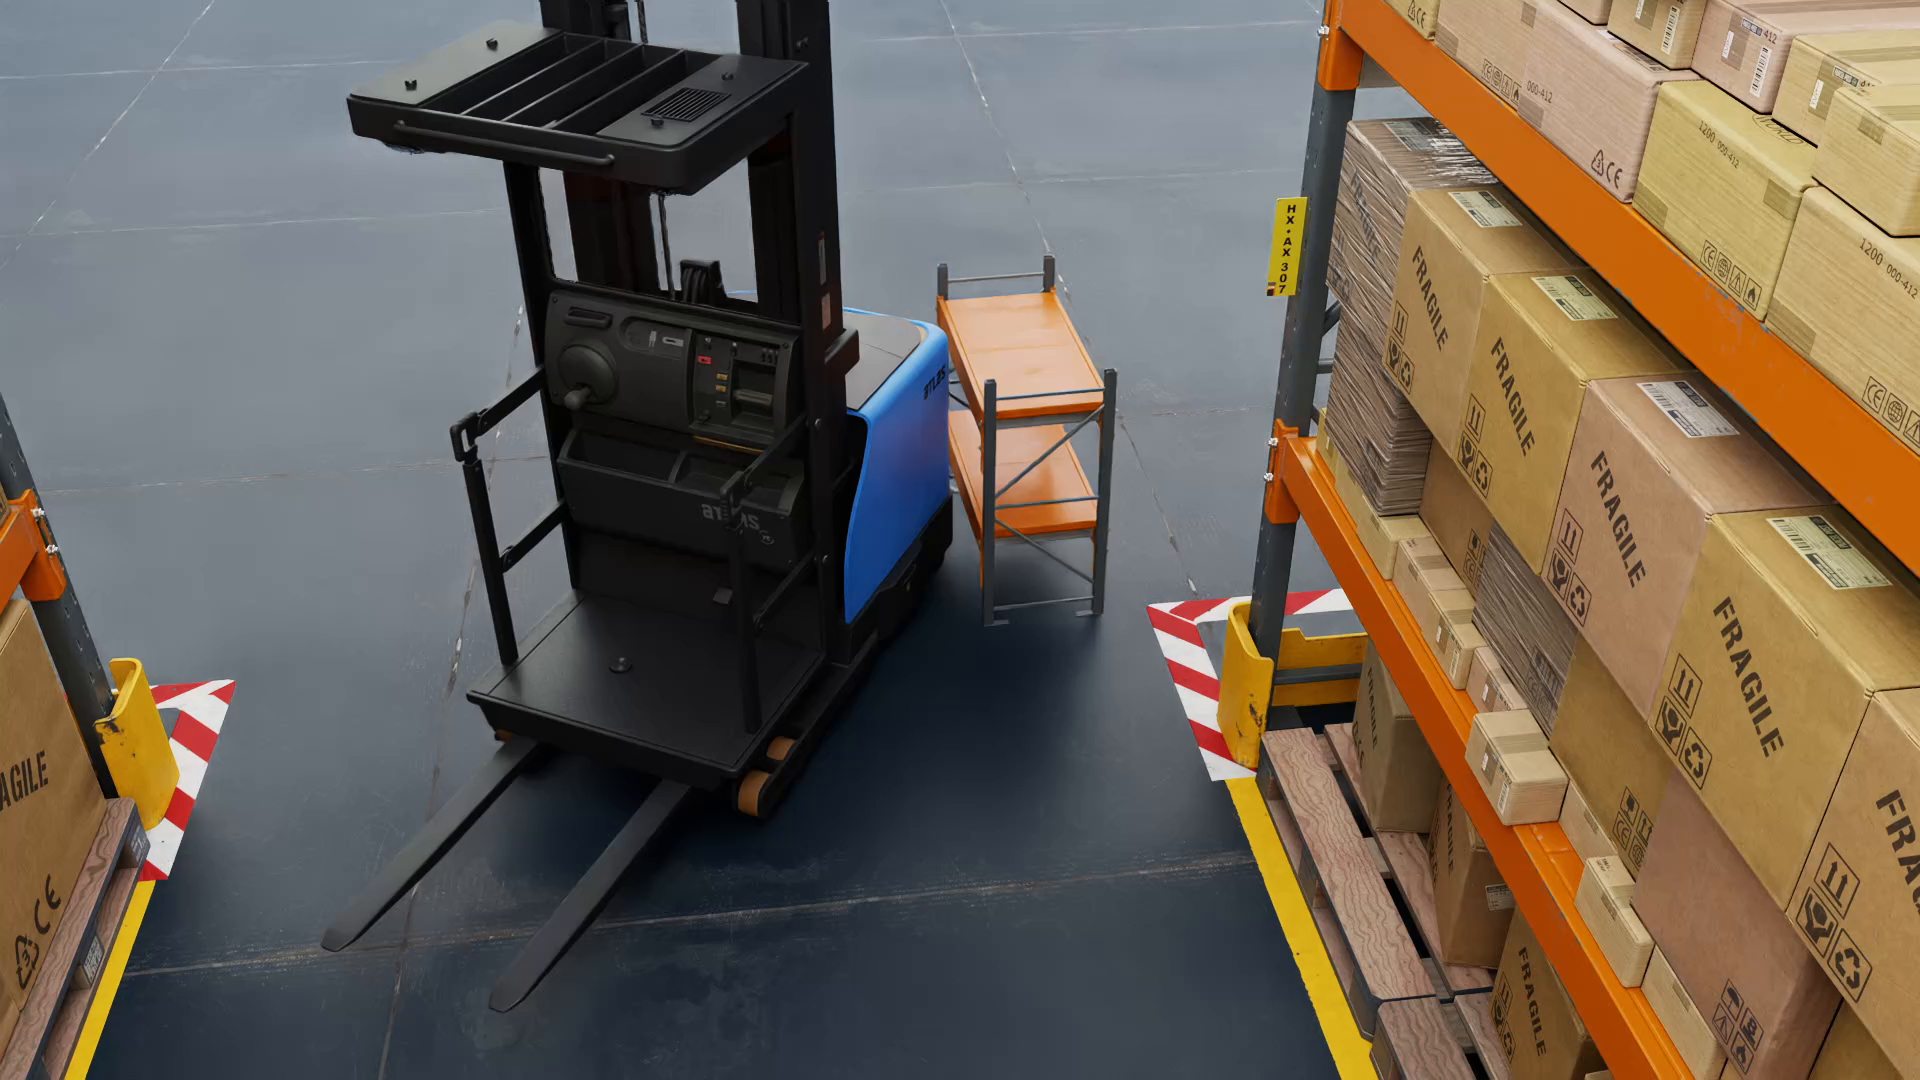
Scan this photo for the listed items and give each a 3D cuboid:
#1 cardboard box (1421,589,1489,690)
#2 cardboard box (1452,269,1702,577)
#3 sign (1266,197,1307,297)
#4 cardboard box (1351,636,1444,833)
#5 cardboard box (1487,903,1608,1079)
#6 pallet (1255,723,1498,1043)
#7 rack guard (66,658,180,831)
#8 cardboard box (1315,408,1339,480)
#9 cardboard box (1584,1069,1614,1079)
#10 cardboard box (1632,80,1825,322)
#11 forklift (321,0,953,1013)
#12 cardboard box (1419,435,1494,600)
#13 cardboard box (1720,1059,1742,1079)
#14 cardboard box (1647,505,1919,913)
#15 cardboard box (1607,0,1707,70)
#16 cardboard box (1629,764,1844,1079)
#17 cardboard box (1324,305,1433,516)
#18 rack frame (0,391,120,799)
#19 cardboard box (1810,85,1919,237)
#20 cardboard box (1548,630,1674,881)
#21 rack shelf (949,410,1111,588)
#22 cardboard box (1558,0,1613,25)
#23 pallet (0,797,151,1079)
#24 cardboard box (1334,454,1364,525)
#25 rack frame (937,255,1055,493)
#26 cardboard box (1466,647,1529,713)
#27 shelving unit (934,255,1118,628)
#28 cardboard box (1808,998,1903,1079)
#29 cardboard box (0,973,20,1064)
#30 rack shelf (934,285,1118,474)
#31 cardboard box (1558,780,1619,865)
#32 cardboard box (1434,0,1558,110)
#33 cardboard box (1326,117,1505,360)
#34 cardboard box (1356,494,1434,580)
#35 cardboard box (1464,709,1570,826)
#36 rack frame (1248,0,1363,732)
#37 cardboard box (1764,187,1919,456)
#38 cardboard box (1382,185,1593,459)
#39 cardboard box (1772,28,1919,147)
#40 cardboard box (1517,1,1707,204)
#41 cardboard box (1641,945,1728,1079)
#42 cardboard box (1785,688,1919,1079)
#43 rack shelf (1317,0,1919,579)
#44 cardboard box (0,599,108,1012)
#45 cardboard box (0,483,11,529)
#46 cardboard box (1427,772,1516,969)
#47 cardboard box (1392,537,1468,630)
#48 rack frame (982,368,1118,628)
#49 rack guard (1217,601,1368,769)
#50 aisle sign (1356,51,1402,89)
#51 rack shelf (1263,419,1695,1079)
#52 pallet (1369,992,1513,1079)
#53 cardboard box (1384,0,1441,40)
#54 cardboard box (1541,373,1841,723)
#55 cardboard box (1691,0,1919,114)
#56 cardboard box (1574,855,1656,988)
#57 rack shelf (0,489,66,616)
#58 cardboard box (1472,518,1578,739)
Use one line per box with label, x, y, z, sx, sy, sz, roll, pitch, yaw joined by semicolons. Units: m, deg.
cardboard box;1.467;0.252;4.439;0.380;0.149;0.250;-4;35;-6
cardboard box;1.483;-0.280;3.756;0.500;0.500;0.500;-4;35;-6
sign;1.013;-0.905;5.145;0.100;0.325;0.005;-4;35;-6
cardboard box;1.618;0.621;5.522;0.500;0.500;0.500;2;34;2
cardboard box;1.798;1.303;4.521;0.500;0.500;0.500;-1;34;-2
pallet;1.635;1.063;5.503;1.003;0.211;1.213;-4;35;-6
rack guard;-3.381;0.751;5.705;1.175;0.500;0.348;-4;35;-6
cardboard box;1.353;-0.307;5.260;0.380;0.149;0.250;-4;35;-6
cardboard box;1.828;1.618;4.059;0.500;0.500;0.500;-7;35;-11
cardboard box;1.572;-0.623;2.970;0.500;0.250;0.500;-3;34;-5
forklift;-1.059;-0.512;5.399;1.130;2.935;3.031;13;36;18
cardboard box;1.783;-0.173;4.488;0.875;0.500;0.500;-4;35;-6
cardboard box;1.723;1.085;3.217;0.380;0.149;0.250;-4;35;-6
cardboard box;1.620;0.278;2.937;0.500;0.500;0.500;-4;35;-6
cardboard box;1.500;-1.031;3.215;0.380;0.149;0.250;-6;35;-9
cardboard box;1.890;0.671;3.249;0.875;0.500;0.500;-4;35;-6
cardboard box;1.597;-0.443;4.884;0.875;0.500;0.500;-4;35;-6
rack frame;-3.378;-0.269;4.981;1.000;3.000;0.127;-4;35;-6
cardboard box;1.576;-0.593;2.572;0.380;0.149;0.250;-3;34;-4
cardboard box;1.864;0.389;3.663;0.875;0.500;0.500;-4;35;-6
rack shelf;0.244;-0.223;7.012;0.538;0.278;1.000;-6;35;-9
cardboard box;1.448;-1.182;3.437;0.380;0.149;0.250;-4;35;-7
pallet;-3.193;1.324;5.120;1.003;0.211;1.213;-4;35;-6
cardboard box;1.367;-0.166;5.053;0.380;0.149;0.250;-4;35;-6
rack frame;0.152;-0.706;7.288;0.500;1.125;0.032;-6;35;-9
cardboard box;1.527;0.390;4.237;0.380;0.149;0.250;-4;35;-6
shelving unit;0.244;-0.425;6.874;0.538;1.125;1.048;-6;35;-9
cardboard box;2.057;0.942;2.851;0.875;0.500;0.500;-4;35;-6
cardboard box;-3.101;1.300;4.193;0.875;0.875;0.875;-5;35;-7
rack shelf;0.244;-0.667;6.710;0.538;0.278;1.000;-6;35;-9
cardboard box;1.623;0.667;3.831;0.380;0.149;0.250;-4;35;-6
cardboard box;1.435;-1.190;3.802;0.500;0.250;0.500;-5;35;-7
cardboard box;1.354;-0.838;4.575;0.500;0.500;0.500;-4;35;-6
cardboard box;1.386;-0.026;4.847;0.380;0.149;0.250;-4;35;-6
cardboard box;1.458;0.537;4.021;0.380;0.149;0.250;-4;35;-6
rack frame;1.551;-0.588;5.449;1.000;3.000;0.127;-4;35;-6
cardboard box;1.635;-0.344;2.561;0.500;0.250;0.500;-5;35;-7
cardboard box;1.415;-0.558;4.165;0.500;0.500;0.500;-4;35;-6
cardboard box;1.627;-0.750;2.802;0.380;0.149;0.250;-6;35;-8
cardboard box;1.497;-0.913;3.396;0.500;0.250;0.500;-4;35;-7
cardboard box;1.649;0.949;3.417;0.380;0.149;0.250;-4;35;-6
cardboard box;1.687;0.557;2.528;0.500;0.500;0.500;-4;35;-6
rack shelf;1.820;-0.414;3.170;1.077;0.370;4.000;-4;35;-6
cardboard box;-3.221;0.809;4.913;0.875;0.875;0.875;-4;34;-6
cardboard box;-3.283;-0.127;4.640;0.875;0.550;0.550;-4;35;-6
cardboard box;1.732;0.952;5.036;0.500;0.500;0.500;4;35;6
cardboard box;1.440;0.112;4.645;0.380;0.149;0.250;-4;35;-6
rack frame;0.337;-0.143;6.461;0.500;1.125;0.032;-6;35;-9
rack guard;1.561;0.487;6.091;1.175;0.500;0.348;-4;35;-6
aisle sign;1.245;-1.674;4.735;0.394;0.787;0.004;-4;35;-6
rack shelf;1.820;0.825;4.014;1.077;0.370;4.000;-4;35;-6
pallet;1.796;1.742;4.507;1.003;0.211;1.213;-4;35;-6
cardboard box;1.359;-1.477;4.224;0.500;0.250;0.500;-3;34;-5
cardboard box;1.557;-0.001;3.347;0.500;0.500;0.500;-4;35;-6
cardboard box;1.579;-0.895;3.016;0.380;0.149;0.250;-5;35;-7
cardboard box;1.581;0.812;3.618;0.380;0.149;0.250;-4;35;-6
rack shelf;-3.109;1.144;3.546;1.077;0.370;4.000;-4;35;-6
cardboard box;1.808;0.109;4.074;0.875;0.500;0.500;-4;35;-6
